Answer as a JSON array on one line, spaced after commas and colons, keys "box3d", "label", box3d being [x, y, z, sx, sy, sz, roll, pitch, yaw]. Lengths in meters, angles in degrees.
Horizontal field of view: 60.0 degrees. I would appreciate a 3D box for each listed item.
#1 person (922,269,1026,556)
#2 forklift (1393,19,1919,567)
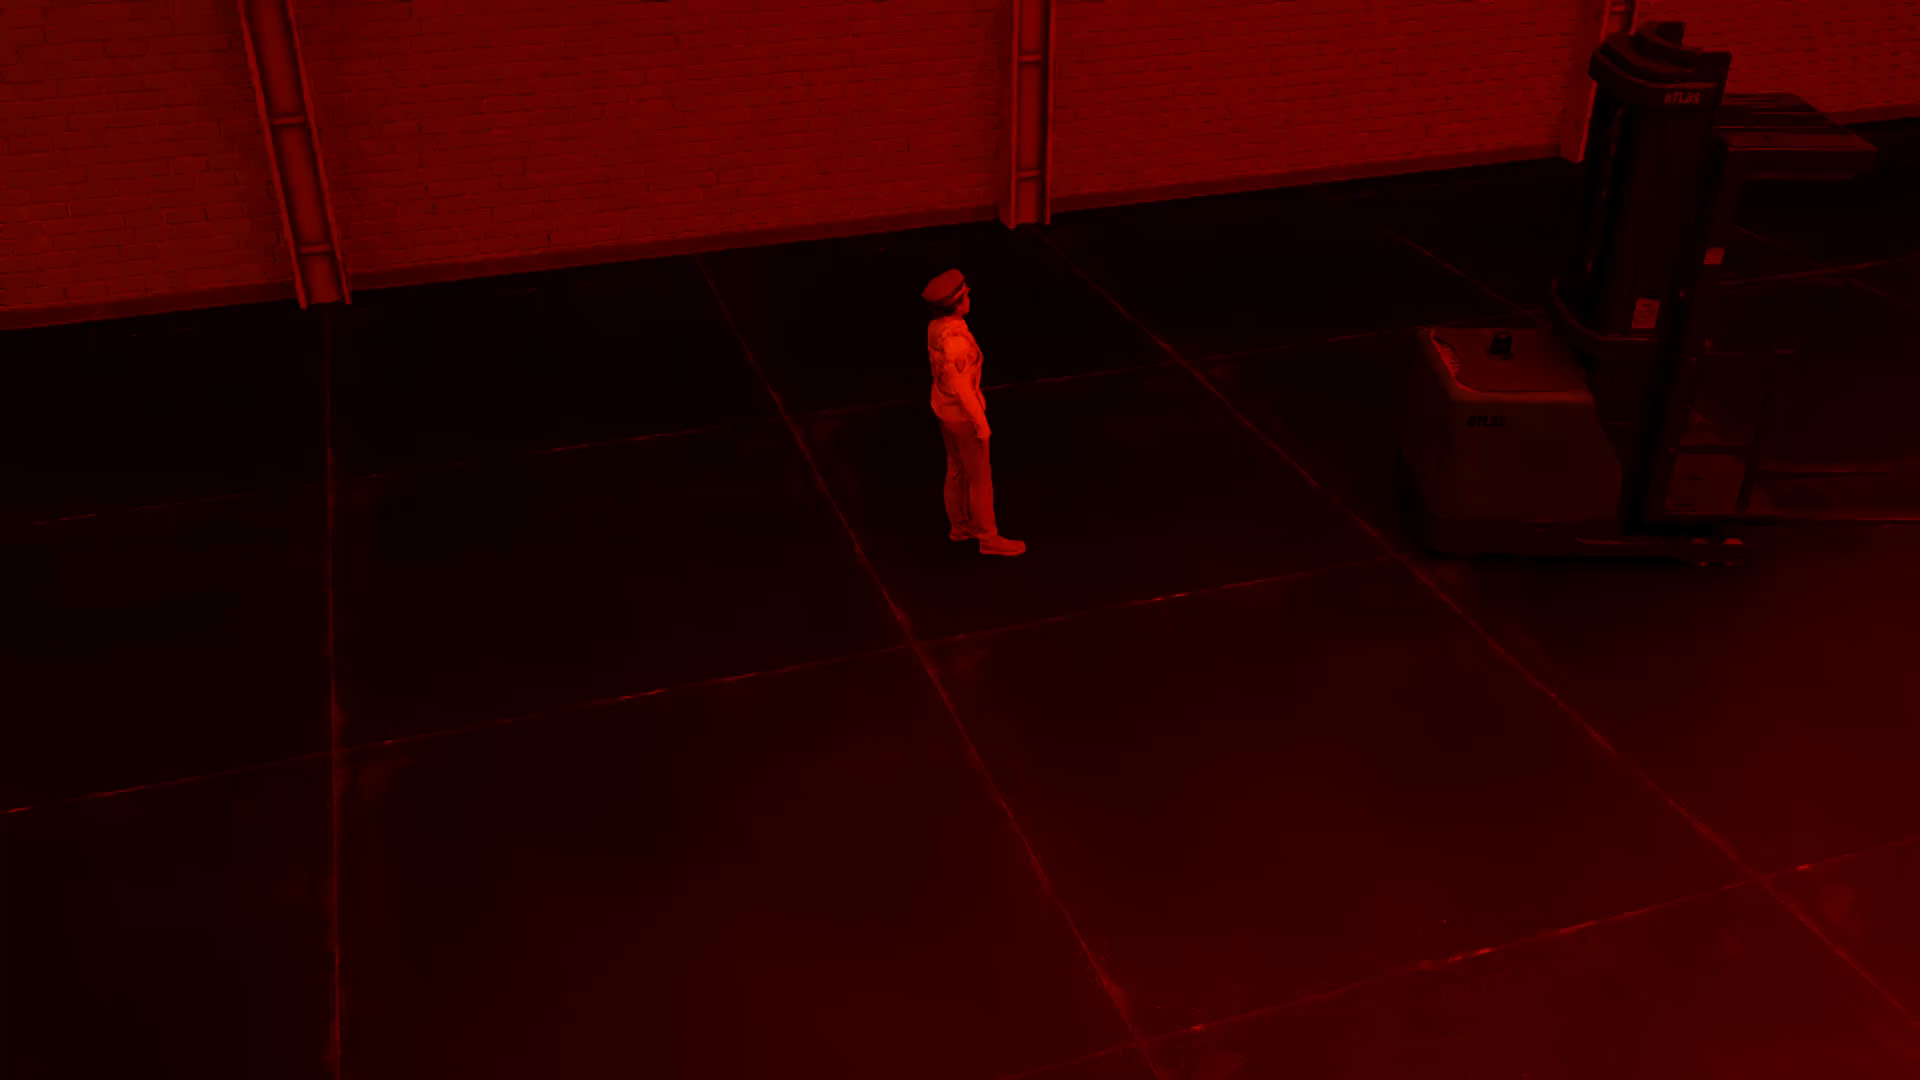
[{"box3d": [0.067, -0.748, 9.613, 0.533, 1.695, 0.586, -10, 31, -16], "label": "person"}, {"box3d": [4.261, -1.383, 9.491, 3.031, 2.935, 1.130, 1, 30, 1], "label": "forklift"}]
